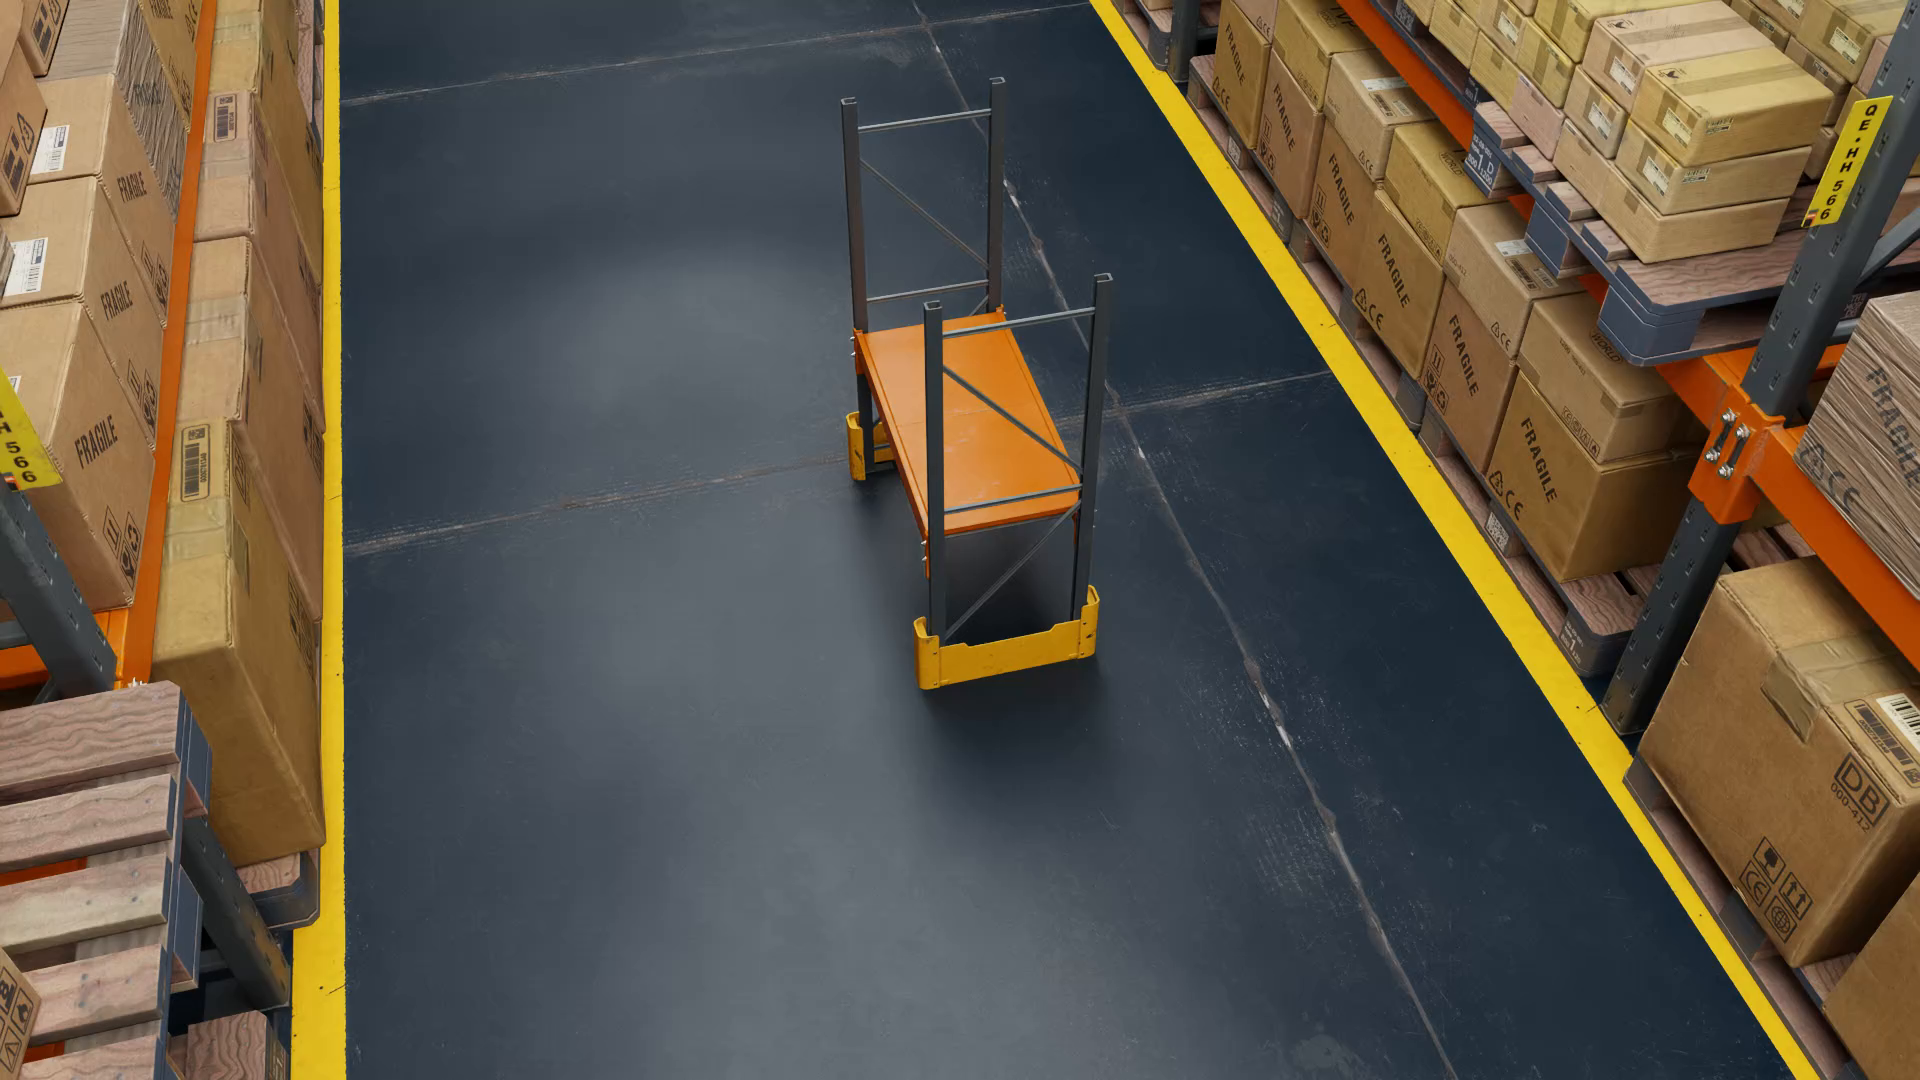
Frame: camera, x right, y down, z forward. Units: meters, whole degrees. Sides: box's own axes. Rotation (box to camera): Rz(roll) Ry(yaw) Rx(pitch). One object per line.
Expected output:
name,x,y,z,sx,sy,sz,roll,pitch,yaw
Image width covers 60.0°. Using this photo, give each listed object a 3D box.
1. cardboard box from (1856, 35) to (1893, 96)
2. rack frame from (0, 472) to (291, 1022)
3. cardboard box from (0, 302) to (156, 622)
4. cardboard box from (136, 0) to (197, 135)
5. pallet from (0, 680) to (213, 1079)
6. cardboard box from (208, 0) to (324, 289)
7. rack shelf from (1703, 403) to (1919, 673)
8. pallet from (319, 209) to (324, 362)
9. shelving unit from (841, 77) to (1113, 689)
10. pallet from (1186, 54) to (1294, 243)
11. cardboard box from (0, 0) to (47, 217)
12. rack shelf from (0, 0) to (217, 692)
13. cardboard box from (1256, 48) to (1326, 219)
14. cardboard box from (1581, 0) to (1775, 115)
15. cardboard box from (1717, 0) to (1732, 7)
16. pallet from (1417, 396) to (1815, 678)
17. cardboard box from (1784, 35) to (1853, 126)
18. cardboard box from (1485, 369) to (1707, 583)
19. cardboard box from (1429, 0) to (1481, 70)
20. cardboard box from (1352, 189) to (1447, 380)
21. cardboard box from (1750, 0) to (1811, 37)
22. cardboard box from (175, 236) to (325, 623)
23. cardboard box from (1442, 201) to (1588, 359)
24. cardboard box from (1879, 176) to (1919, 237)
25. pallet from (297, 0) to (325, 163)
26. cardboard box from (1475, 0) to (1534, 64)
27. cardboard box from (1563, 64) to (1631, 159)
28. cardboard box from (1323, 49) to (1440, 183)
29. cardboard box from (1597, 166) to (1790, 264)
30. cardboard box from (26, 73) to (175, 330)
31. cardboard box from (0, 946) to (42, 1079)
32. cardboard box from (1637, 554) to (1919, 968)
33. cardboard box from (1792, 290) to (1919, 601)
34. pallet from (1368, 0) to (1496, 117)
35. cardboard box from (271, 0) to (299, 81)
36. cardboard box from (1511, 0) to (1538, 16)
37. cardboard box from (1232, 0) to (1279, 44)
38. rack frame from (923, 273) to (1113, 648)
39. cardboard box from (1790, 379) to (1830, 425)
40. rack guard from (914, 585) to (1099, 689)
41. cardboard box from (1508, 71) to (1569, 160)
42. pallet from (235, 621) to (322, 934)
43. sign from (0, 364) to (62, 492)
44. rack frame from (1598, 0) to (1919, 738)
cardboard box,2.574,-1.195,4.286,0.380,0.149,0.250,-11,47,-10
rack frame,-2.314,0.267,3.388,1.000,3.000,0.127,-11,47,-10
cardboard box,-2.175,-0.154,3.730,0.500,0.500,0.500,-9,46,-9
cardboard box,-2.694,-1.555,5.103,0.500,0.500,0.500,-11,47,-11
pallet,-2.029,0.806,2.994,1.213,0.211,1.003,-11,47,-10
cardboard box,-3.155,-1.460,6.274,1.225,0.875,0.875,-11,47,-10
rack shelf,3.019,1.062,3.112,1.077,0.370,4.000,-11,47,-10
pallet,-3.068,-1.000,6.582,1.003,0.211,1.213,-11,47,-10
shelving unit,0.020,-0.472,5.163,0.587,1.500,1.083,-11,47,-10
pallet,1.683,-1.819,7.385,1.003,0.211,1.213,-11,47,-10
cardboard box,-2.650,-1.078,3.933,0.797,0.503,0.637,-10,46,-9
rack shelf,-2.826,-0.862,4.998,1.077,0.370,4.000,-11,47,-10
cardboard box,1.552,-1.680,6.753,0.500,0.500,0.500,-9,46,-9
cardboard box,1.876,-1.266,4.356,0.380,0.149,0.250,-11,47,-11
cardboard box,2.369,-1.649,4.939,0.380,0.149,0.250,-11,47,-10
pallet,2.308,-0.134,5.734,1.003,0.211,1.213,-11,47,-10
cardboard box,2.506,-1.291,4.588,0.380,0.149,0.250,-9,46,-8
cardboard box,2.085,-0.249,5.350,0.500,0.500,0.500,-11,47,-11
cardboard box,1.677,-1.593,5.093,0.380,0.149,0.250,-13,47,-12
cardboard box,1.805,-0.970,6.057,0.500,0.500,0.500,-13,47,-12
cardboard box,2.446,-1.547,4.631,0.380,0.149,0.250,-11,47,-11
cardboard box,-2.691,-0.234,5.072,1.225,0.875,0.875,-11,47,-10
cardboard box,1.938,-0.876,5.439,0.500,0.250,0.500,-10,46,-10
cardboard box,2.587,-0.975,4.487,0.380,0.149,0.250,-11,47,-11
pallet,-3.457,-2.058,7.619,1.003,0.211,1.213,-11,47,-10
cardboard box,1.737,-1.529,4.822,0.380,0.149,0.250,-11,47,-10
cardboard box,1.870,-1.175,4.475,0.380,0.149,0.250,-9,46,-9
cardboard box,1.681,-1.588,6.137,0.500,0.250,0.500,-9,46,-9
cardboard box,1.936,-0.886,4.400,0.380,0.149,0.250,-10,46,-10
cardboard box,-2.444,-0.862,4.425,0.500,0.500,0.500,-11,47,-11
cardboard box,-1.897,0.817,2.485,0.700,0.500,0.500,-4,46,-4
cardboard box,2.576,0.507,4.434,1.050,0.750,0.750,-11,47,-11
cardboard box,2.361,-0.246,3.821,0.500,0.500,0.500,-10,46,-10
pallet,1.960,-1.862,5.609,1.003,0.211,1.213,-11,47,-10
cardboard box,-3.430,-2.368,7.165,0.875,0.875,0.875,-11,47,-10
cardboard box,1.737,-1.630,4.713,0.380,0.149,0.250,-9,46,-9
cardboard box,1.416,-2.308,6.843,0.500,0.250,0.500,-13,47,-12
rack frame,0.152,-0.115,4.813,0.500,1.500,0.032,-11,47,-10
cardboard box,2.564,-0.625,5.194,0.500,0.250,0.500,-13,47,-12
rack guard,0.147,0.309,5.272,0.587,0.250,0.087,-11,47,-10
cardboard box,1.808,-1.235,4.742,0.380,0.149,0.250,-10,46,-10
pallet,-2.443,0.685,4.931,1.003,0.211,1.213,-11,47,-10
sign,-1.792,-0.217,3.107,0.100,0.325,0.005,-11,47,-10
rack frame,2.507,-0.570,4.209,1.000,3.000,0.127,-11,47,-10
